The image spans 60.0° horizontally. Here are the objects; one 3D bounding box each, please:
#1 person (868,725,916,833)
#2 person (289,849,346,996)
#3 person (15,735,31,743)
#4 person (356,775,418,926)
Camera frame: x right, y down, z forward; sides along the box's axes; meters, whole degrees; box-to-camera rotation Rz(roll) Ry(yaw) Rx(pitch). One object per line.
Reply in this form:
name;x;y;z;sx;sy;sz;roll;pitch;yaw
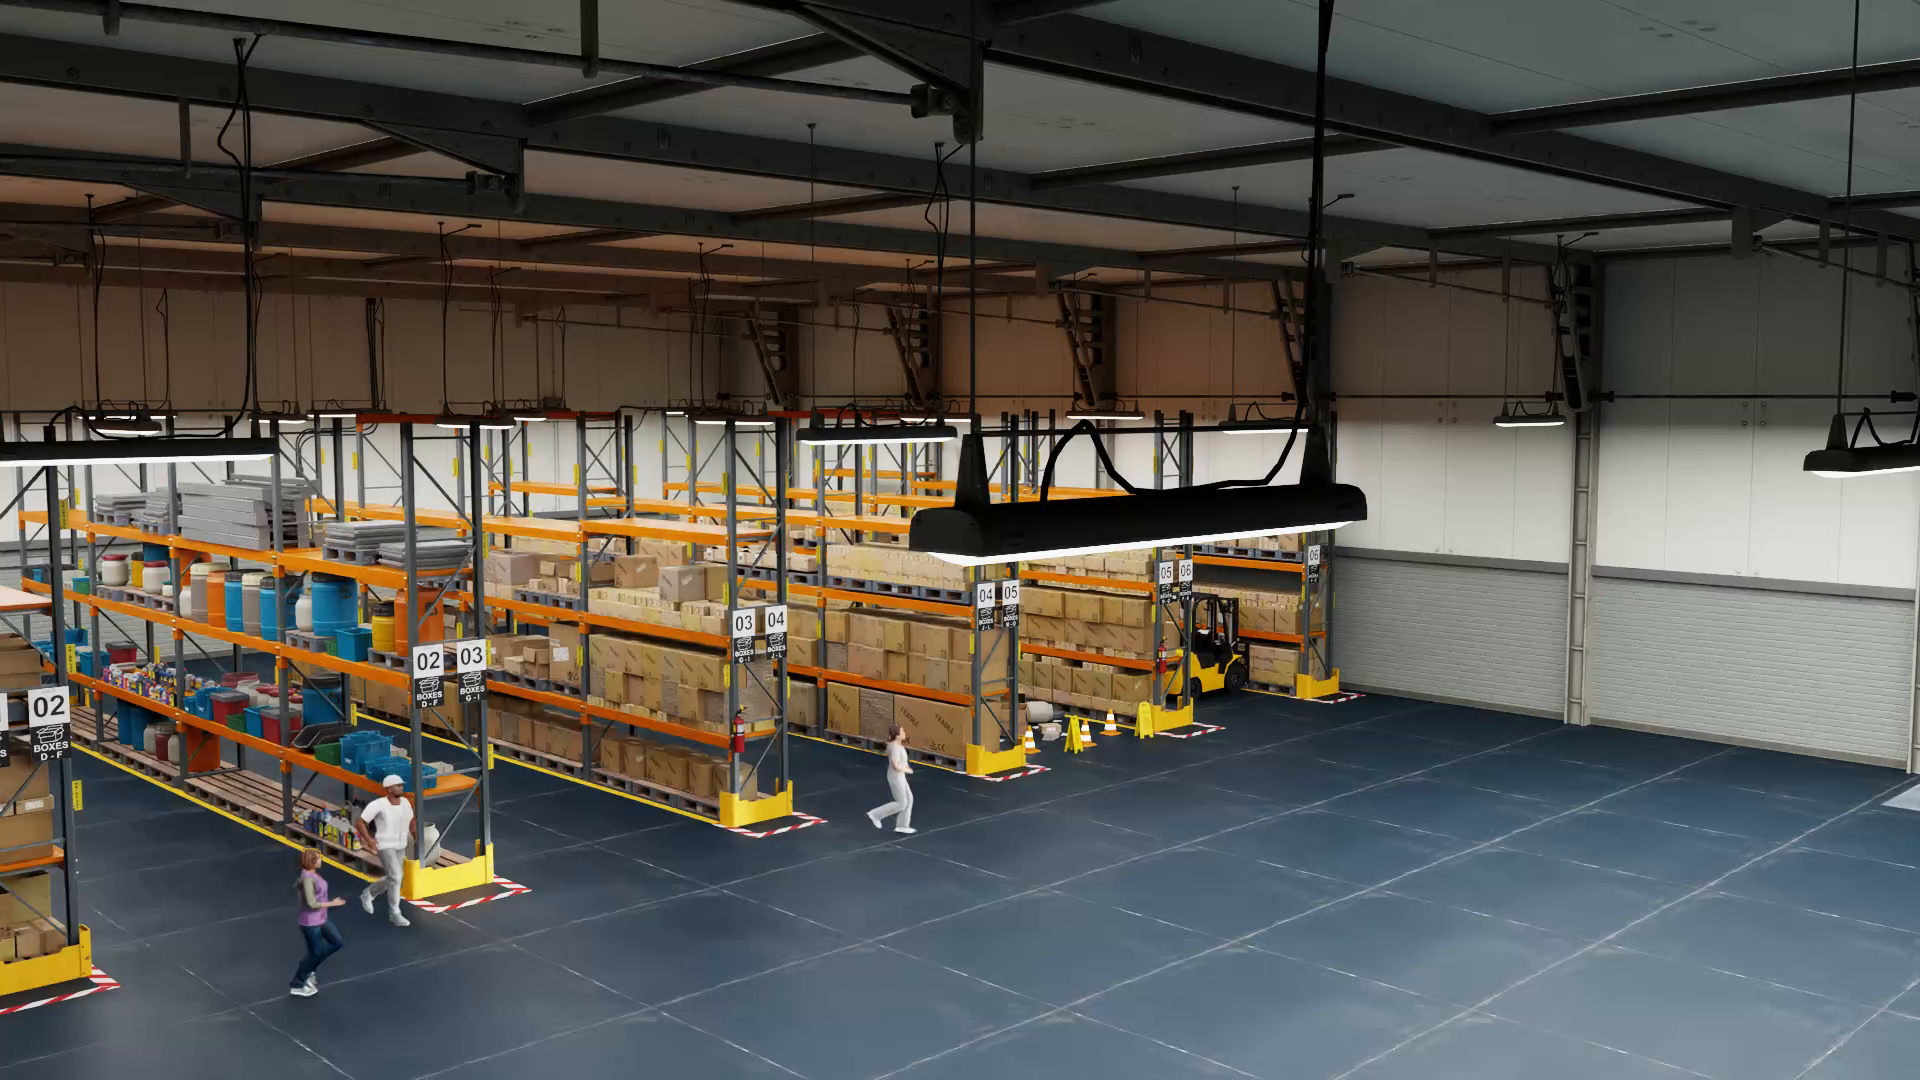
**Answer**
person;-0.969;3.459;23.968;0.710;1.633;0.602;-1;5;-9
person;-6.777;4.017;17.536;0.588;1.564;0.518;-1;5;-12
person;-14.610;3.187;26.037;0.763;1.823;0.636;4;6;37
person;-6.899;3.724;20.140;0.813;1.745;0.733;2;5;24
